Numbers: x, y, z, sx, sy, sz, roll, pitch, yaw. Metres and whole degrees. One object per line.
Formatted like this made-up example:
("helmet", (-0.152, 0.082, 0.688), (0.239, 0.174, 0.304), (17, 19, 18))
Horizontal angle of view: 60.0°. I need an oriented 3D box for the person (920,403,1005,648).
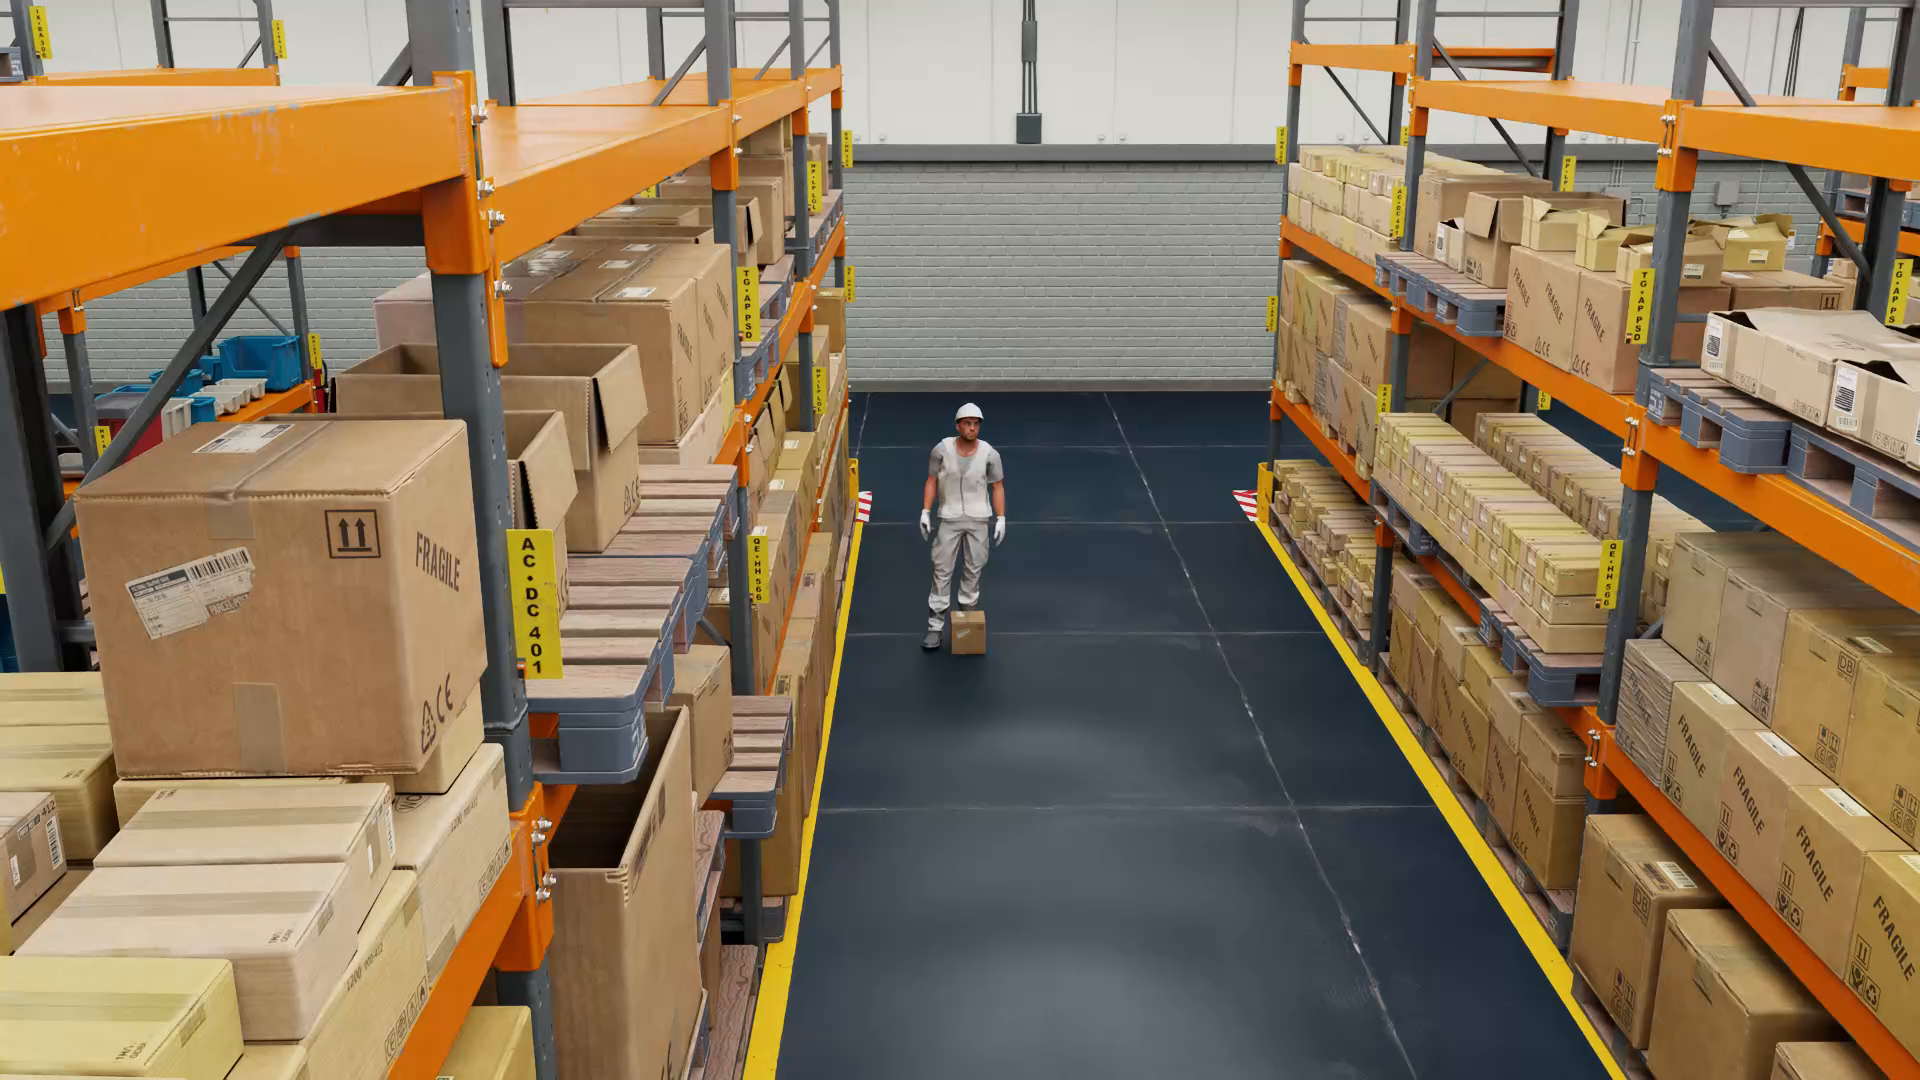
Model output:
("person", (0.020, -0.111, 12.333), (0.637, 1.788, 0.564), (0, 17, -1))
